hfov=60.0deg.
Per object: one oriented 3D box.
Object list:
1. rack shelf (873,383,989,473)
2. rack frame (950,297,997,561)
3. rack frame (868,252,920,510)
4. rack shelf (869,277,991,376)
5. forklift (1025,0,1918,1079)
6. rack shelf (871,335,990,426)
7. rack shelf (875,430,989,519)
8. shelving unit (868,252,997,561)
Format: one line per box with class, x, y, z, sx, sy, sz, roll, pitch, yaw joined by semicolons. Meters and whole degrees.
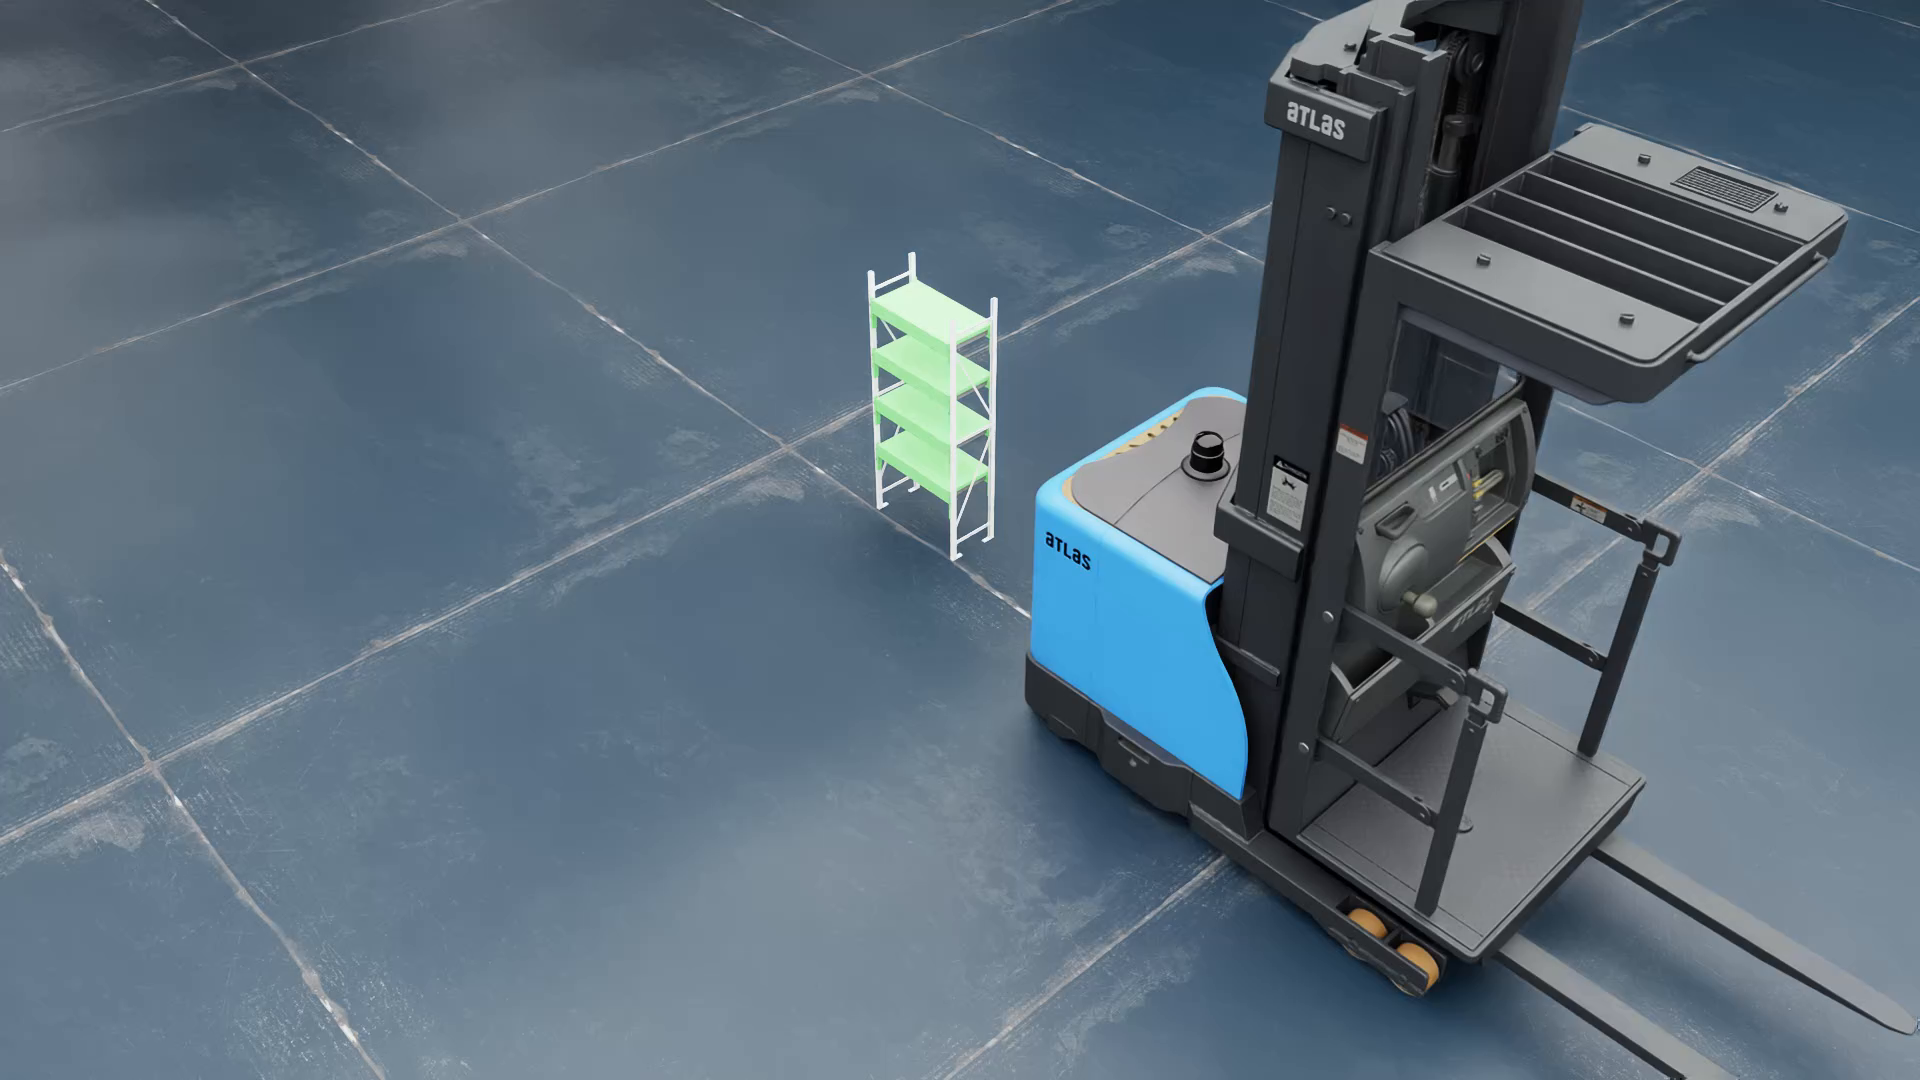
rack shelf;-0.112;-0.494;7.008;0.258;0.148;0.480;-30;48;-32
rack frame;0.053;-0.430;6.828;0.240;1.200;0.015;-30;48;-32
rack frame;-0.277;-0.656;7.108;0.240;1.200;0.015;-30;48;-32
rack shelf;-0.112;-0.867;6.706;0.258;0.148;0.480;-30;48;-32
forklift;1.633;-0.030;4.955;1.130;2.935;3.031;-31;48;-33
rack shelf;-0.112;-0.680;6.857;0.258;0.148;0.480;-30;48;-32
rack shelf;-0.112;-0.307;7.159;0.258;0.148;0.480;-30;48;-32
shelving unit;-0.112;-0.543;6.968;0.258;1.200;0.503;-30;48;-32
